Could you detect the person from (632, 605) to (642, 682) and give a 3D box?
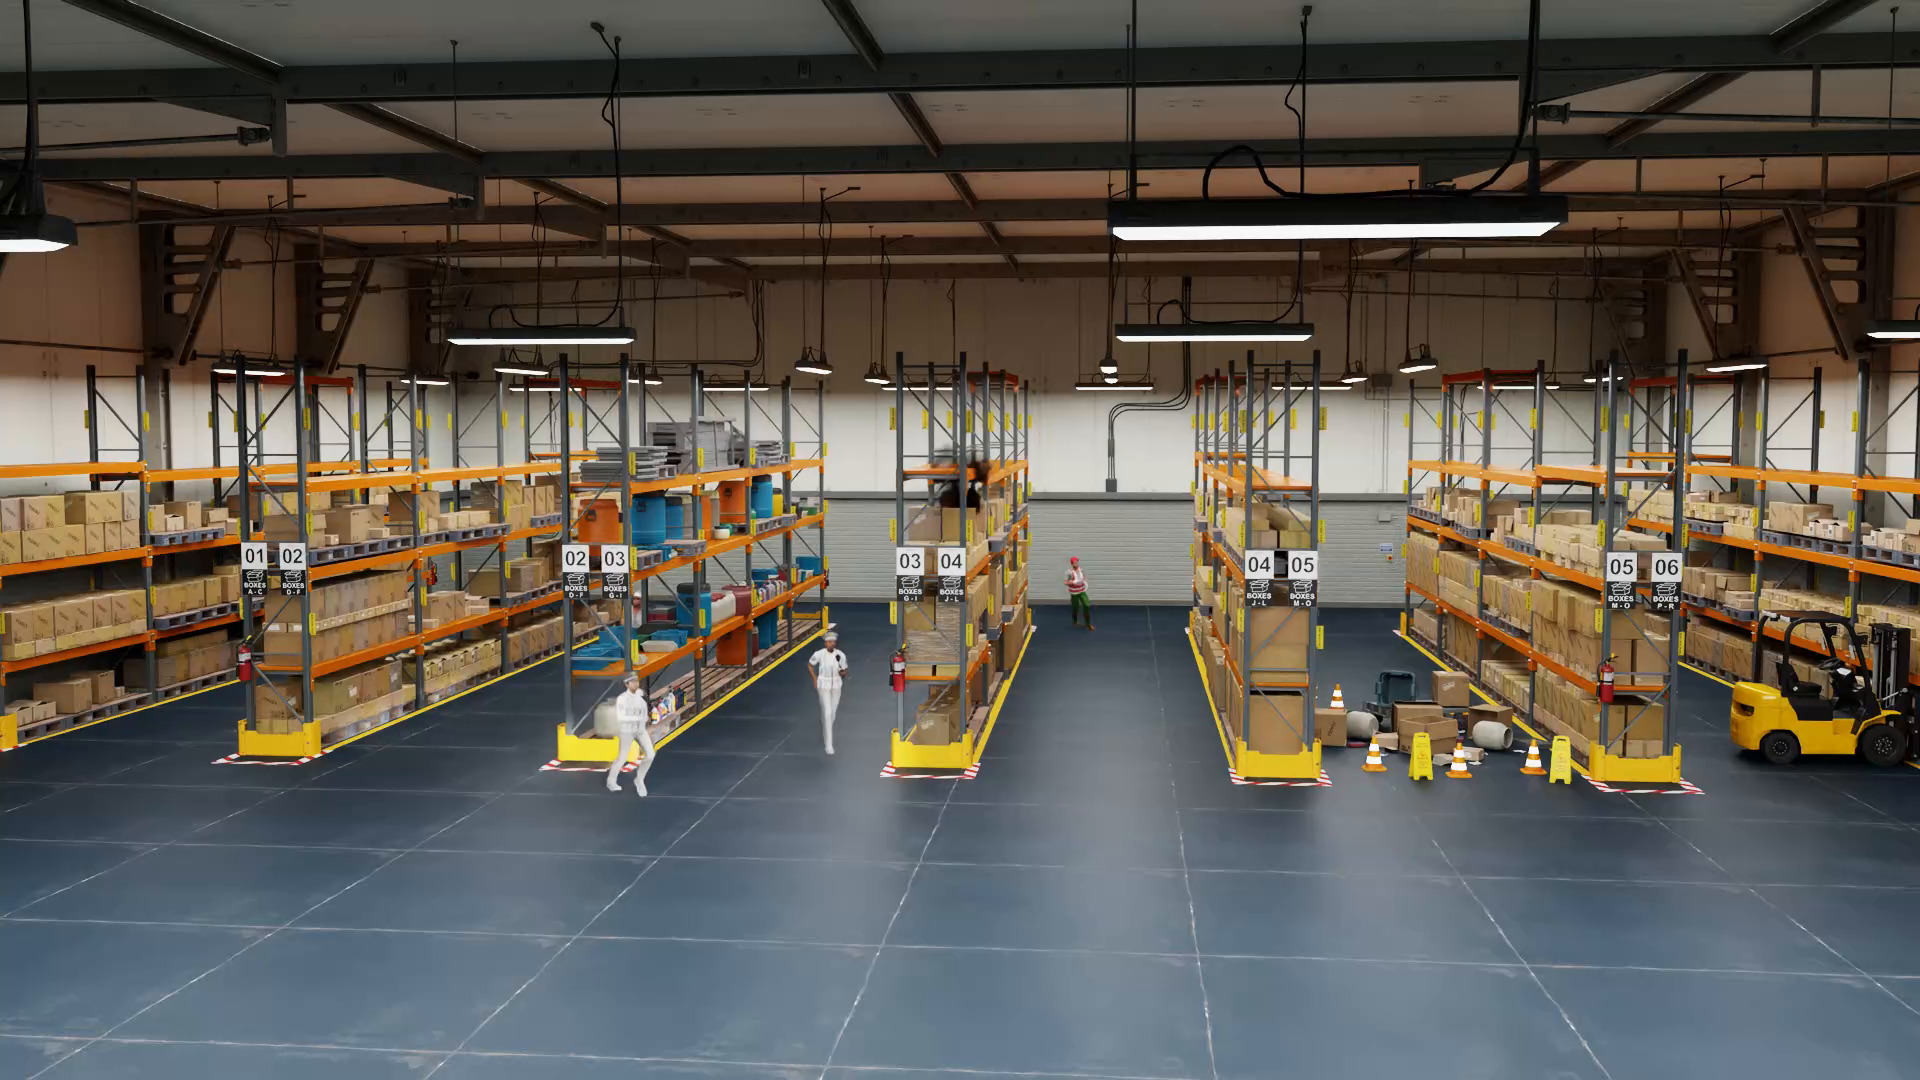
[{"bbox_3d":[-6.231,1.980,31.858,0.508,1.509,0.569,0,4,-1],"label":"person"}]

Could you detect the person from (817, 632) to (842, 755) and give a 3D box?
[{"bbox_3d":[-1.920,2.211,24.396,0.395,1.749,0.756,-2,4,-21],"label":"person"}]

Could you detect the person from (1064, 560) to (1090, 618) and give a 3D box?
[{"bbox_3d":[2.762,1.162,39.900,0.661,1.445,0.619,-2,4,-21],"label":"person"}]

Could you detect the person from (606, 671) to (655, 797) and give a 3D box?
[{"bbox_3d":[-4.367,2.578,22.223,0.848,1.702,0.620,4,6,43],"label":"person"}]
